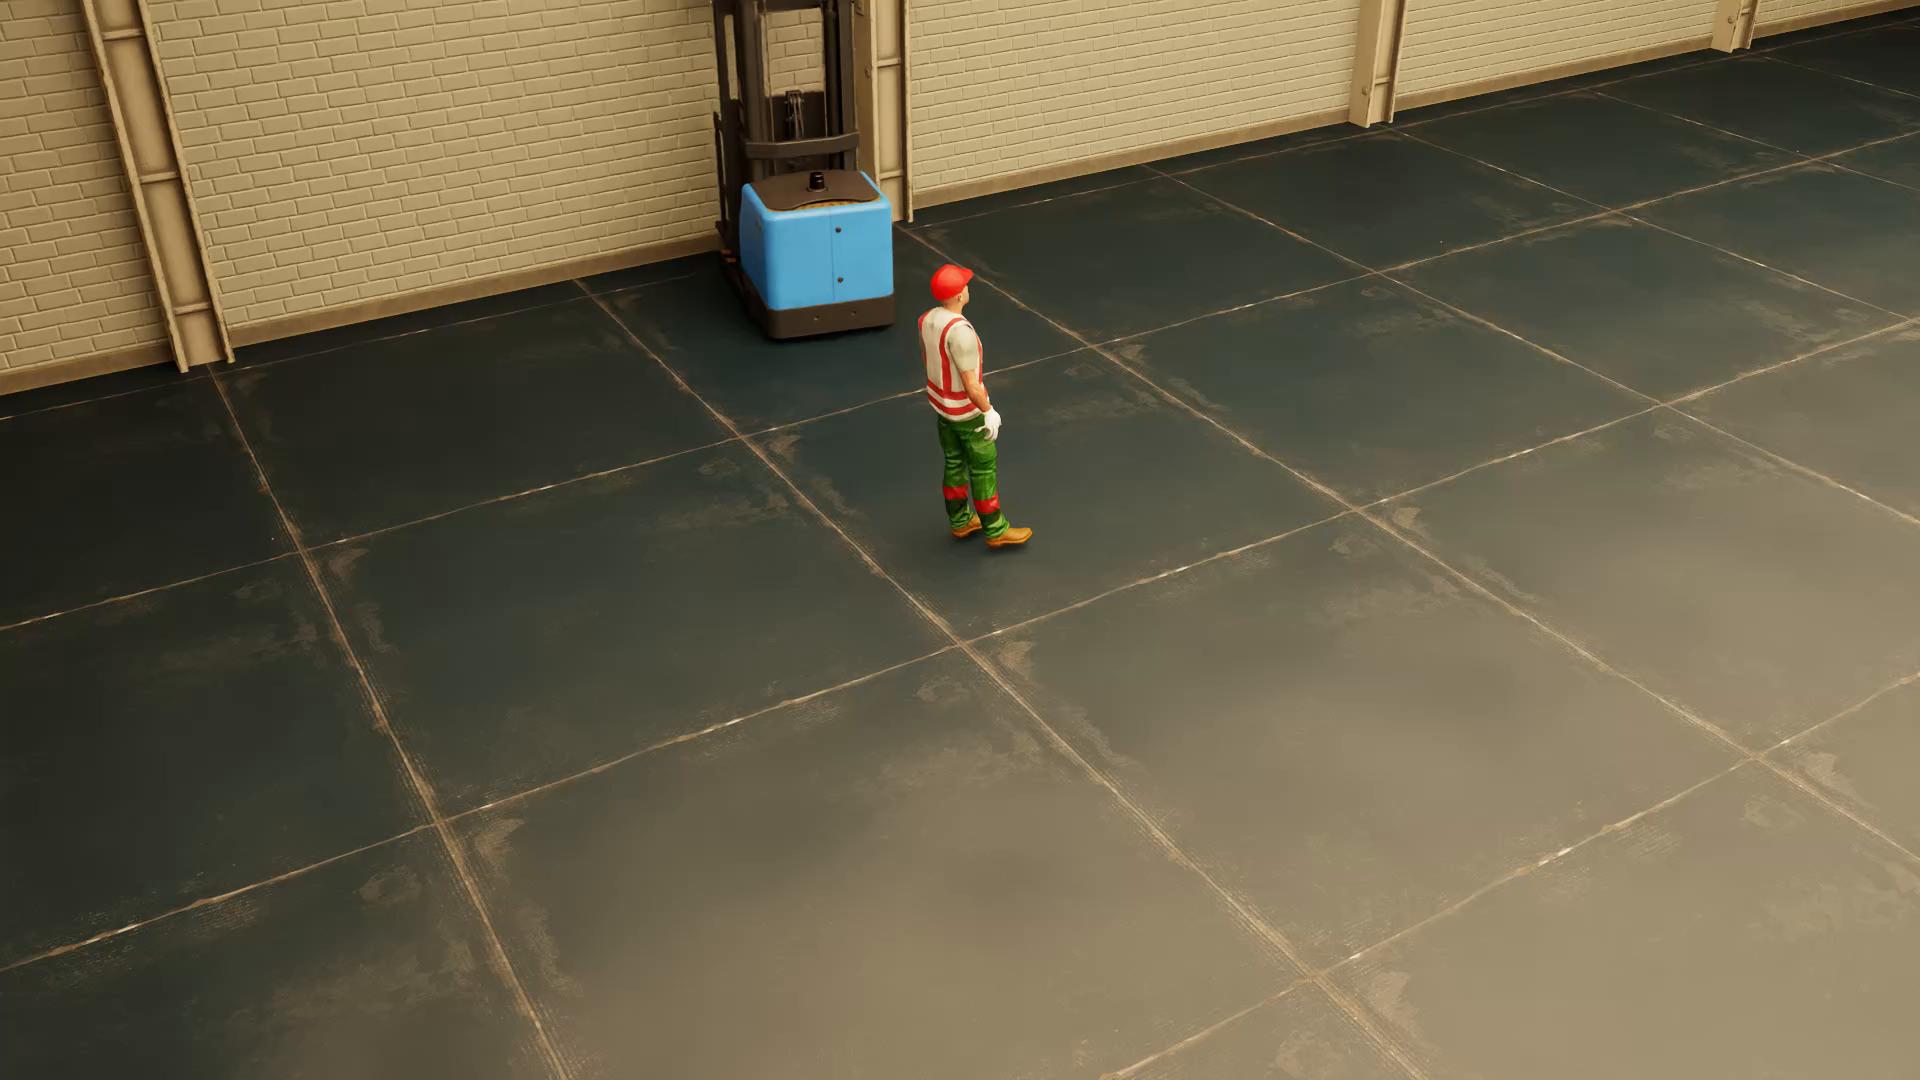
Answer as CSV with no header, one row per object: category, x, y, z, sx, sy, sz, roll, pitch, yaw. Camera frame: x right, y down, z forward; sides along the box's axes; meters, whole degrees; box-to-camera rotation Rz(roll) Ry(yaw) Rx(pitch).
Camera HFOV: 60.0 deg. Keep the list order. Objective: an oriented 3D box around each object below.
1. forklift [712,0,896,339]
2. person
forklift,-1.465,-3.573,13.614,1.130,2.935,3.031,-10,32,-16
person,0.075,-0.825,10.042,0.561,1.789,0.637,-17,35,-26
